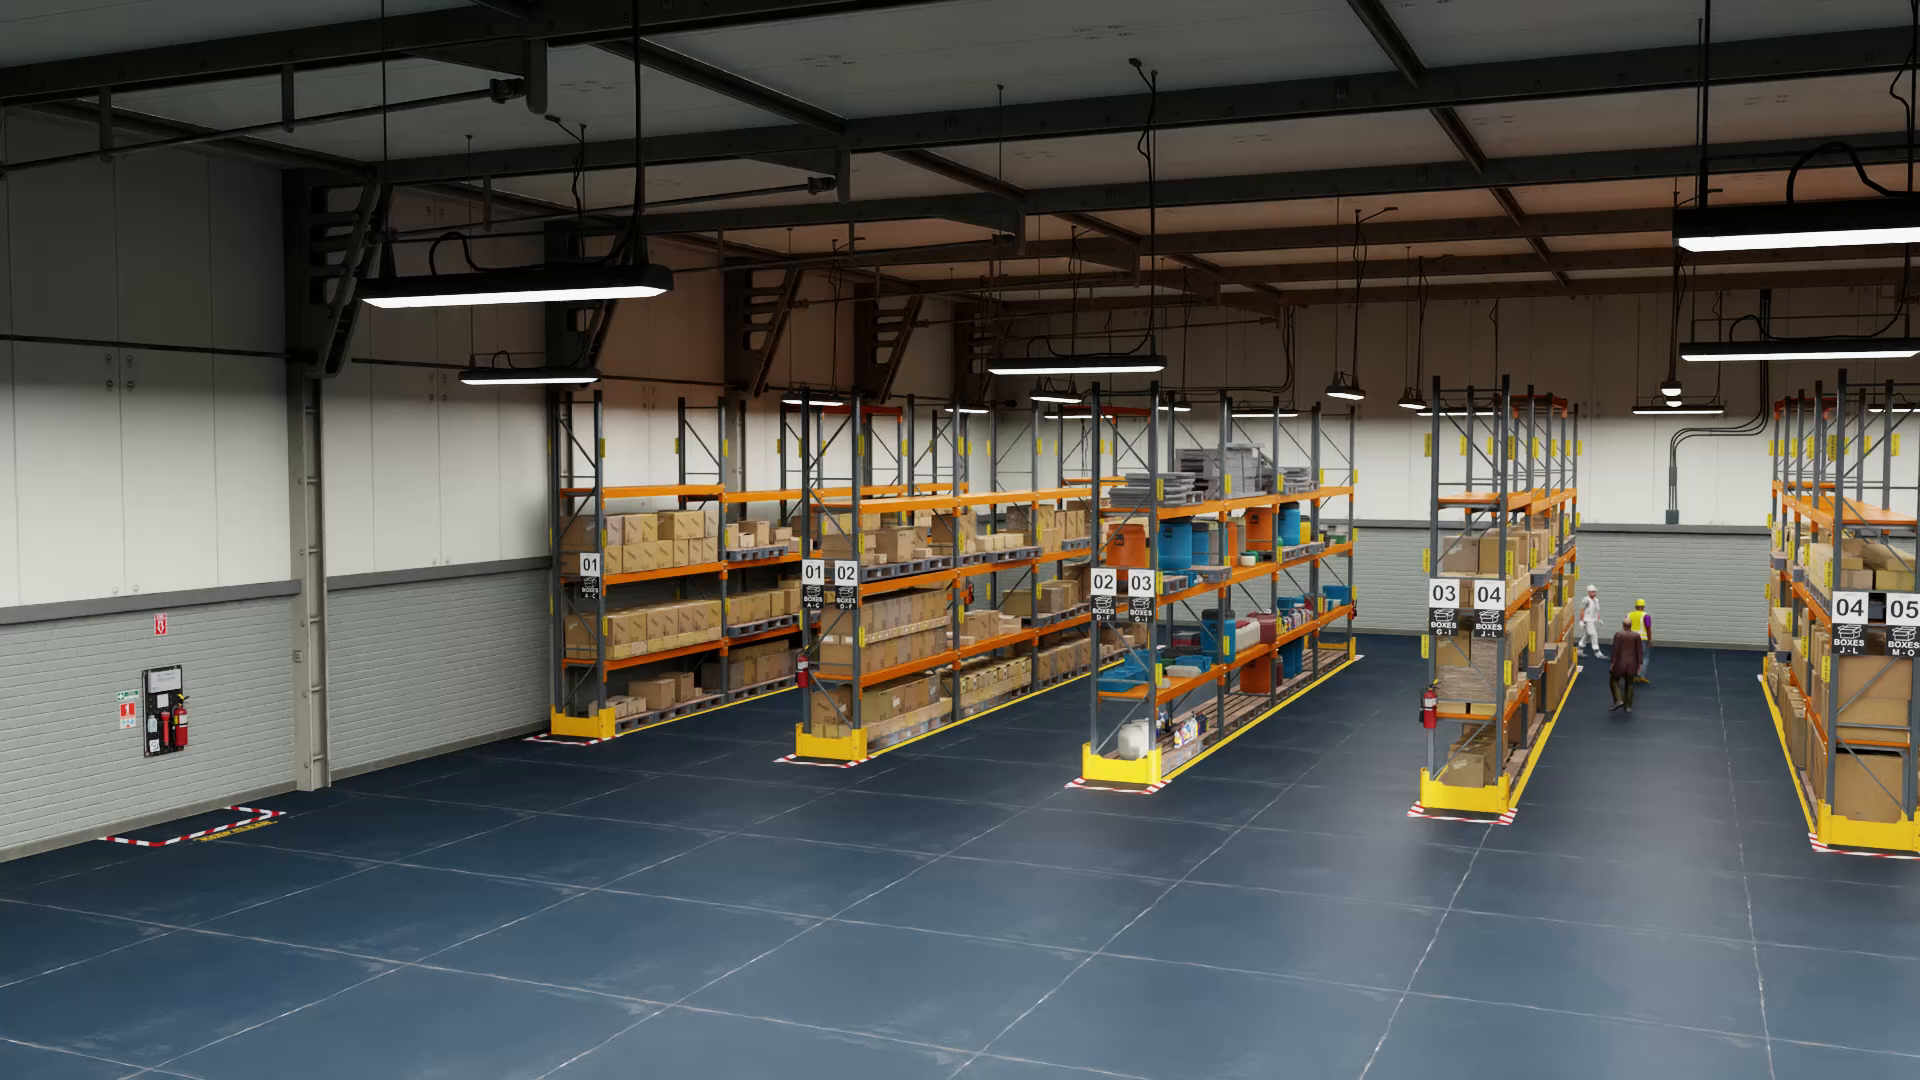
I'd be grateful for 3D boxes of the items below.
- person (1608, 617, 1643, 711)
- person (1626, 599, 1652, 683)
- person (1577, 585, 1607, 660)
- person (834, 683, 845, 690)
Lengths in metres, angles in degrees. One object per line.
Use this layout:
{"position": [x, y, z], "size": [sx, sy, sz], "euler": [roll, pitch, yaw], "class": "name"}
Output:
{"position": [12.663, 2.386, 31.654], "size": [0.637, 1.830, 0.422], "euler": [0, 3, -4], "class": "person"}
{"position": [14.519, 2.179, 35.572], "size": [0.601, 1.839, 0.394], "euler": [3, 4, 43], "class": "person"}
{"position": [14.999, 1.946, 39.413], "size": [0.569, 1.764, 0.911], "euler": [-2, 4, -32], "class": "person"}
{"position": [-2.188, 2.490, 30.824], "size": [0.427, 1.605, 1.015], "euler": [0, 3, 9], "class": "person"}
